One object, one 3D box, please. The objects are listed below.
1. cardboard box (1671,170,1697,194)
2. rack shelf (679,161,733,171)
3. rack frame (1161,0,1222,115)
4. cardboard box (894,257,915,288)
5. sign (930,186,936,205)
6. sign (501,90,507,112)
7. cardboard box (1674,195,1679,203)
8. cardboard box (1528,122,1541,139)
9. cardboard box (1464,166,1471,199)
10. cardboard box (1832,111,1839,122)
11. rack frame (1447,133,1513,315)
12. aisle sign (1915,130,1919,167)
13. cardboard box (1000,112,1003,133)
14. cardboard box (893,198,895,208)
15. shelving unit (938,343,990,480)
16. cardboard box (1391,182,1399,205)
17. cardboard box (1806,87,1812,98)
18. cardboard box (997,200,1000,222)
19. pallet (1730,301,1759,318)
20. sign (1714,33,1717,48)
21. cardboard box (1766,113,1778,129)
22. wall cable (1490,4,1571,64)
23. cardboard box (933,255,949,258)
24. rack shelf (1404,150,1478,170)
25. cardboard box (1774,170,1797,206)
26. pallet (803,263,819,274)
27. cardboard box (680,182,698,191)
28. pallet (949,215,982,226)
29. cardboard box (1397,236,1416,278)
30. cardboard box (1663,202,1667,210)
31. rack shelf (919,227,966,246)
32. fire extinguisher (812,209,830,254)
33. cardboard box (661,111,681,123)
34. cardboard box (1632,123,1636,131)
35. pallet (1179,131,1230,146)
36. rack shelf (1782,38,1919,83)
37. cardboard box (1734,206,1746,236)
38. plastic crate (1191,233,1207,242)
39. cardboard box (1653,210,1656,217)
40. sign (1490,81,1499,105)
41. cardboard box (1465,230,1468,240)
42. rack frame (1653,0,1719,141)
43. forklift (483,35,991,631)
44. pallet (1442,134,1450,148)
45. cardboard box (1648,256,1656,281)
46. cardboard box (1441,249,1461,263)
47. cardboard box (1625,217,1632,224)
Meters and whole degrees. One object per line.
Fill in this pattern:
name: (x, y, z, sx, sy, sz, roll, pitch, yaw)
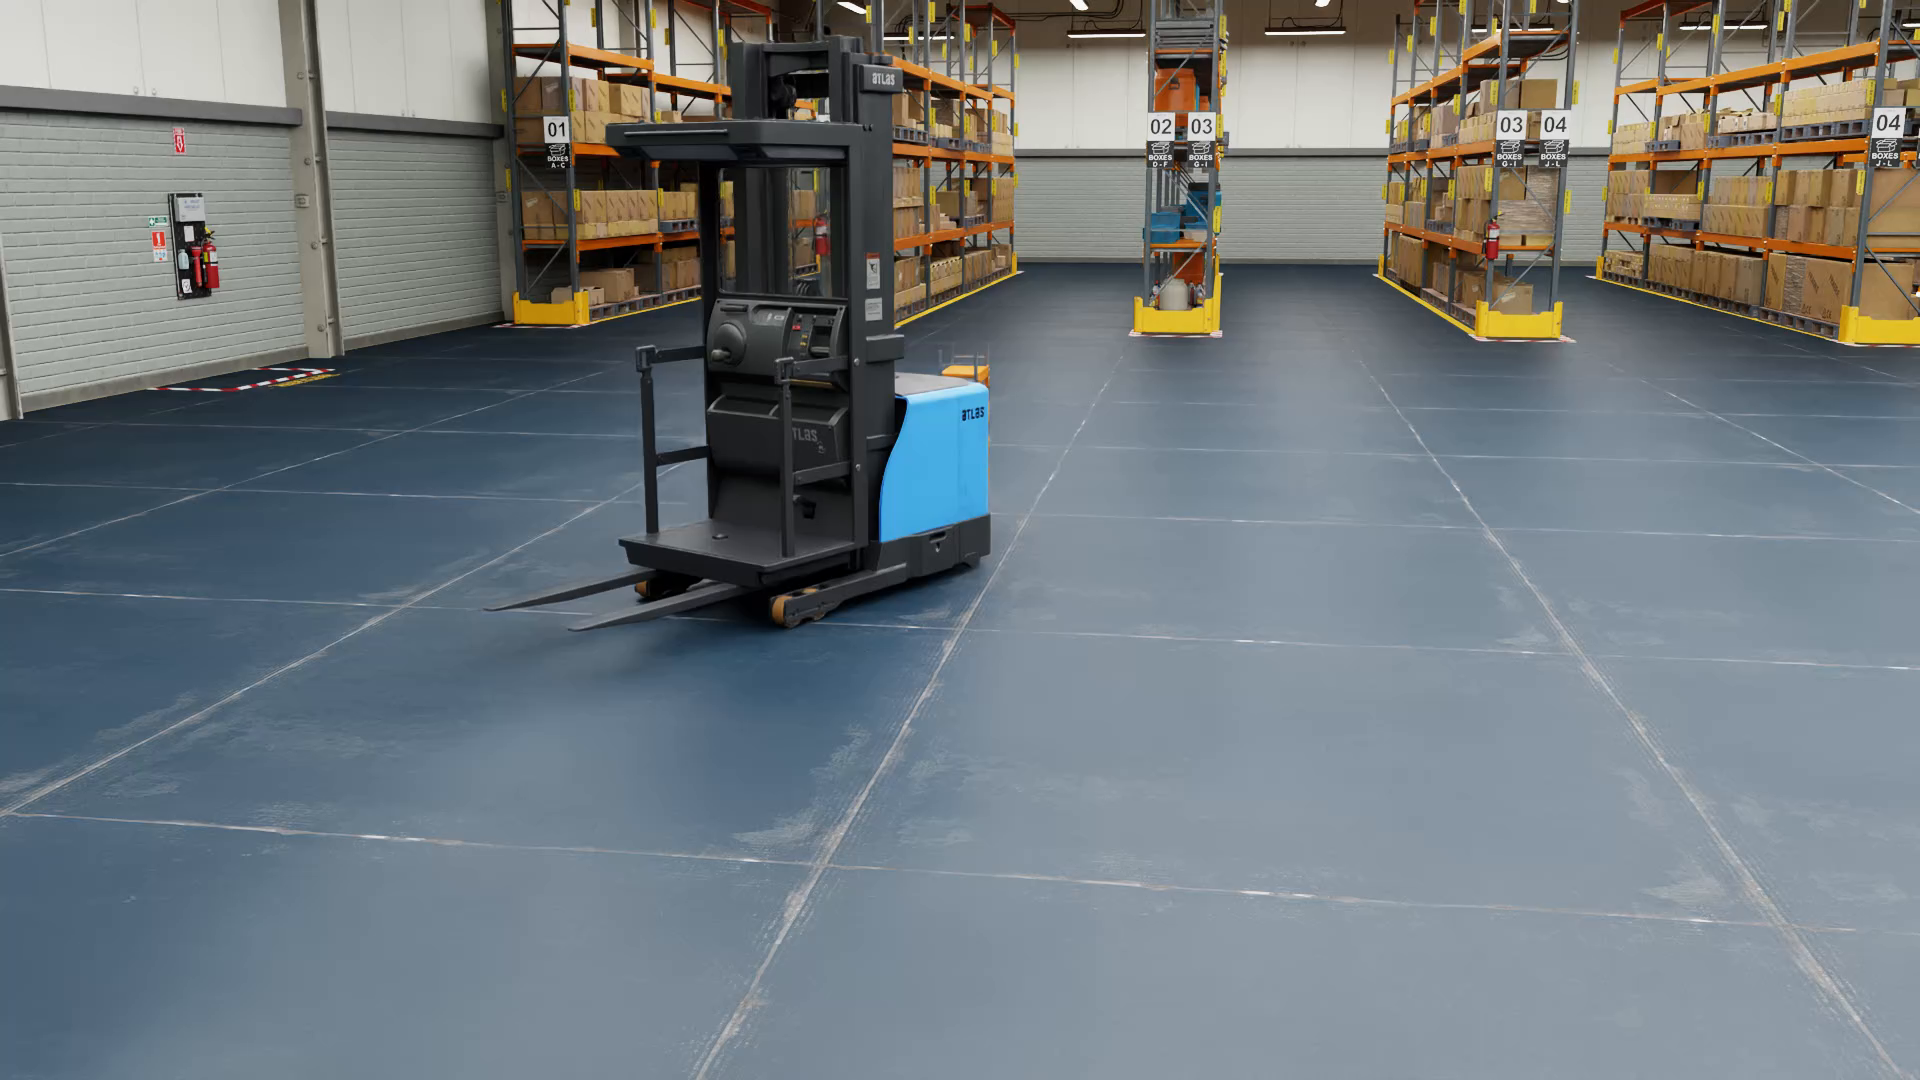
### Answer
cardboard box: (15.187, -7.522, 34.961, 0.500, 0.500, 0.500, 2, 12, 10)
rack shelf: (-5.000, -8.115, 35.615, 1.077, 0.370, 4.000, 2, 12, 9)
rack frame: (3.867, -8.363, 27.938, 1.000, 3.000, 0.127, 2, 12, 9)
cardboard box: (-1.044, -4.508, 28.039, 0.500, 0.500, 0.500, 2, 12, 9)
sign: (-0.478, -6.036, 29.137, 0.100, 0.325, 0.005, 2, 12, 9)
sign: (-7.083, -6.840, 25.889, 0.100, 0.325, 0.005, 2, 12, 9)
cardboard box: (14.002, -6.573, 32.061, 0.380, 0.149, 0.250, 2, 12, 10)
cardboard box: (8.475, -5.922, 24.088, 0.500, 0.250, 0.500, 2, 12, 10)
cardboard box: (8.288, -5.659, 26.316, 0.500, 0.500, 0.500, 2, 12, 9)
cardboard box: (12.904, -6.145, 24.130, 0.380, 0.149, 0.250, 2, 12, 8)
rack frame: (8.761, -5.270, 27.825, 1.000, 3.000, 0.127, 2, 12, 9)
aisle sign: (13.317, -5.502, 22.731, 0.394, 0.787, 0.004, 2, 12, 9)
cardboard box: (0.624, -9.777, 39.010, 0.700, 0.500, 0.500, 2, 12, 9)
cardboard box: (-1.250, -5.359, 26.462, 0.380, 0.149, 0.250, 2, 12, 8)
shelving unit: (0.025, -0.621, 10.527, 0.258, 1.200, 0.503, 2, 12, 9)
cardboard box: (10.115, -7.903, 37.915, 0.500, 0.500, 0.500, 2, 12, 7)
cardboard box: (13.099, -6.798, 25.268, 0.380, 0.149, 0.250, 2, 12, 9)
cardboard box: (0.627, -7.510, 37.982, 0.500, 0.500, 0.500, 2, 12, 10)
pallet: (13.690, -3.888, 28.032, 1.003, 0.211, 1.213, 2, 12, 9)
sign: (15.426, -10.203, 33.884, 0.100, 0.325, 0.005, 2, 12, 9)
cardboard box: (13.597, -6.887, 27.333, 0.500, 0.250, 0.500, 2, 12, 9)
wall cable: (14.882, -13.338, 43.389, 2.277, 5.999, 0.120, 2, 12, 9)
cardboard box: (-0.500, -5.619, 34.338, 0.500, 0.500, 0.500, 2, 12, 11)
rack shelf: (9.684, -7.633, 33.381, 1.077, 0.370, 4.000, 2, 12, 9)
cardboard box: (13.555, -5.613, 26.501, 0.875, 0.550, 0.550, 2, 12, 9)
pallet: (-4.123, -6.717, 41.160, 1.003, 0.211, 1.213, 2, 12, 9)
cardboard box: (-5.494, -7.257, 34.277, 0.500, 0.250, 0.500, 2, 12, 10)
pallet: (-0.117, -6.735, 35.081, 1.003, 0.211, 1.213, 2, 12, 9)
cardboard box: (9.912, -5.968, 35.111, 1.225, 0.875, 0.875, 2, 12, 9)
cardboard box: (14.123, -6.588, 32.838, 0.380, 0.149, 0.250, 2, 12, 8)
rack shelf: (-0.719, -5.656, 31.326, 1.077, 0.370, 4.000, 2, 12, 9)
fire extinguisher: (-2.119, -4.711, 25.418, 0.296, 0.674, 0.183, 2, 12, 9)
cardboard box: (-5.570, -7.840, 31.396, 0.500, 0.500, 0.500, 1, 12, 7)
cardboard box: (14.847, -8.983, 36.159, 0.380, 0.149, 0.250, 2, 12, 8)
pallet: (3.852, -6.651, 27.562, 1.213, 0.211, 1.003, 2, 12, 9)
rack shelf: (13.339, -7.057, 24.536, 1.077, 0.370, 4.000, 2, 12, 9)
cardboard box: (13.618, -5.464, 28.492, 0.500, 0.500, 0.500, 2, 12, 9)
plastic crate: (3.707, -4.644, 25.550, 0.298, 0.136, 0.250, 2, 12, 9)
cardboard box: (14.243, -6.607, 33.628, 0.380, 0.149, 0.250, 2, 12, 9)
sign: (7.600, -6.358, 23.655, 0.100, 0.325, 0.005, 2, 12, 9)
cardboard box: (8.263, -4.851, 26.478, 0.380, 0.149, 0.250, 2, 12, 9)
rack frame: (14.877, -9.686, 34.077, 1.000, 3.000, 0.127, 2, 12, 9)
forklift: (-1.104, -1.103, 8.656, 1.130, 2.935, 3.031, 9, 15, 36)
pallet: (9.117, -6.985, 29.112, 1.213, 0.211, 1.003, 2, 12, 9)
cardboard box: (14.501, -5.591, 34.255, 0.500, 0.500, 0.500, 2, 12, 11)
cardboard box: (9.303, -5.322, 31.175, 0.500, 0.250, 0.500, 2, 12, 11)
cardboard box: (14.859, -7.025, 36.568, 0.380, 0.149, 0.250, 2, 12, 10)
